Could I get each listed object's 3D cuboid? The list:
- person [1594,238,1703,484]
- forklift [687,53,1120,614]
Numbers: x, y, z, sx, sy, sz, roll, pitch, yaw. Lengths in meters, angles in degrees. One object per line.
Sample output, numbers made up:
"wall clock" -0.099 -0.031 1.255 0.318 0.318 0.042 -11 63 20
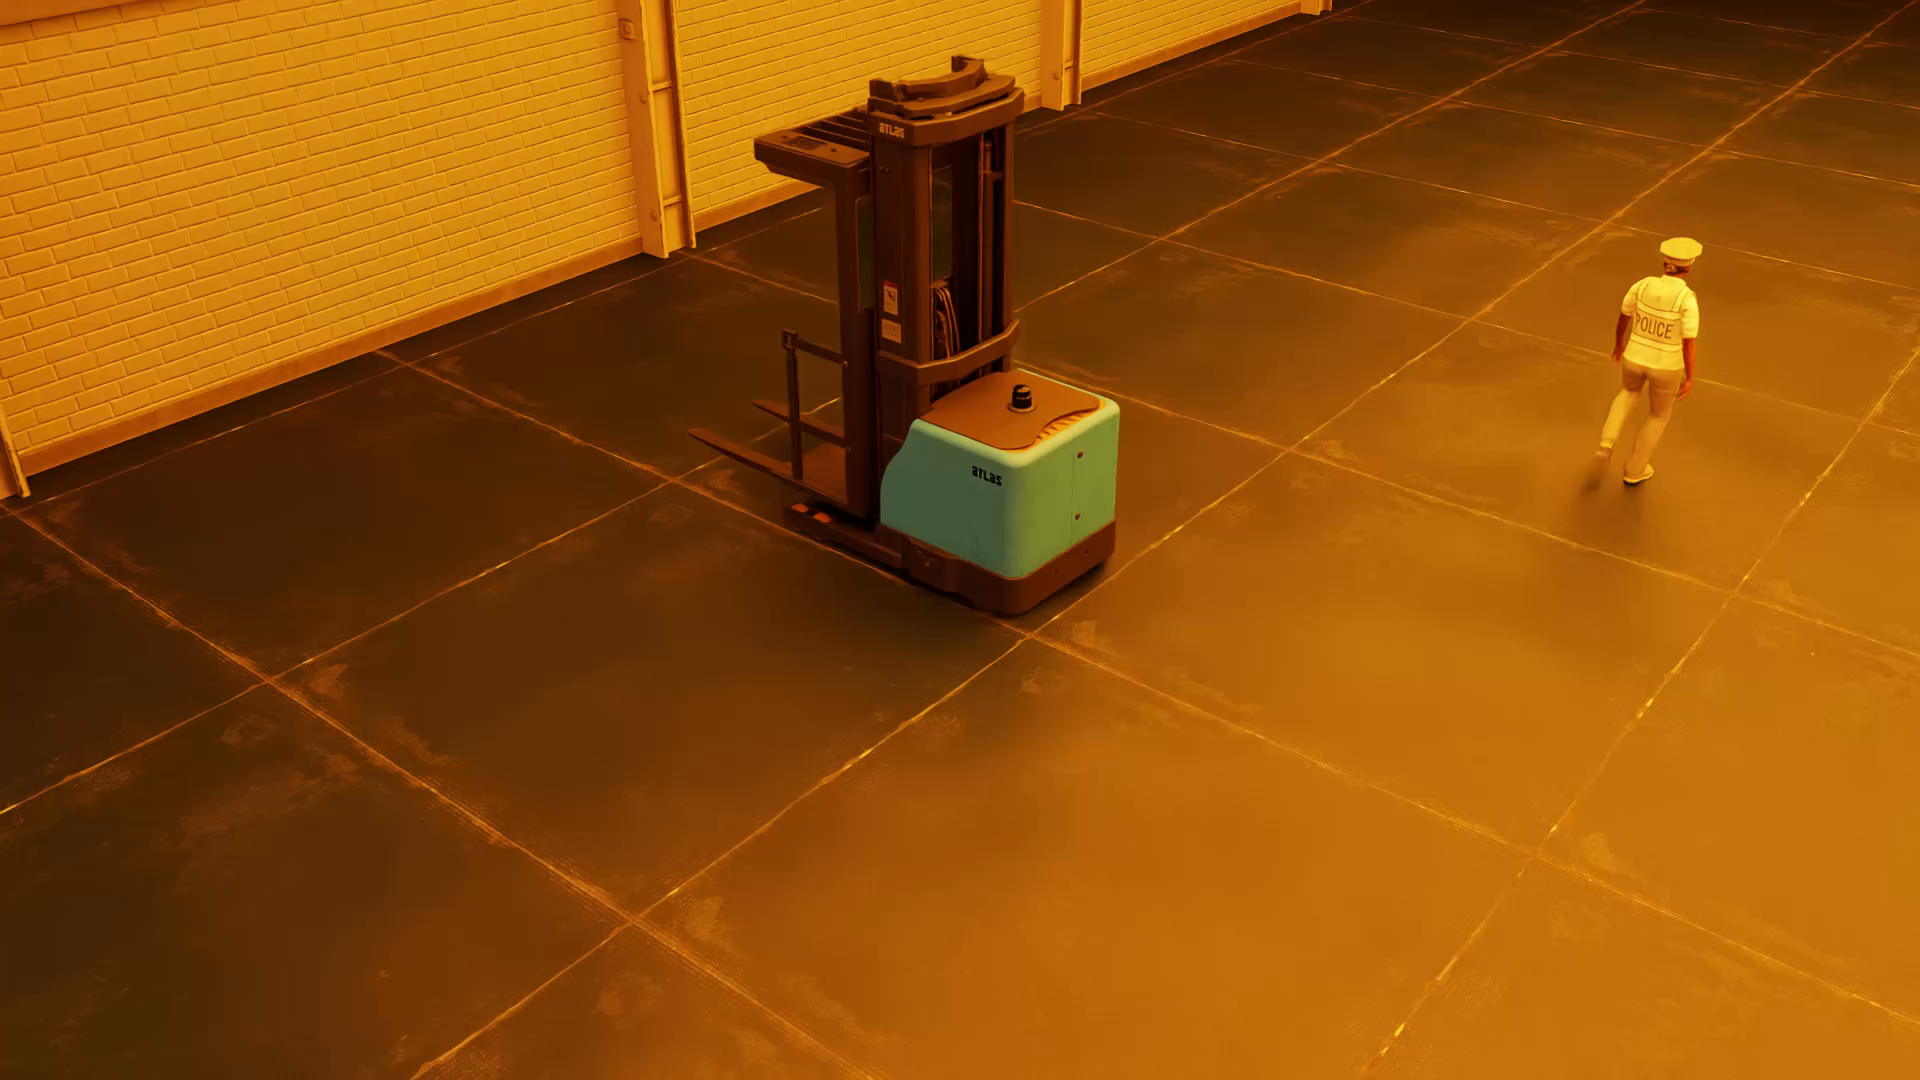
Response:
"person" 4.547 -1.171 10.875 0.444 1.648 0.604 -26 39 -37
"forklift" -0.495 -1.446 10.070 3.031 2.935 1.130 23 38 34
